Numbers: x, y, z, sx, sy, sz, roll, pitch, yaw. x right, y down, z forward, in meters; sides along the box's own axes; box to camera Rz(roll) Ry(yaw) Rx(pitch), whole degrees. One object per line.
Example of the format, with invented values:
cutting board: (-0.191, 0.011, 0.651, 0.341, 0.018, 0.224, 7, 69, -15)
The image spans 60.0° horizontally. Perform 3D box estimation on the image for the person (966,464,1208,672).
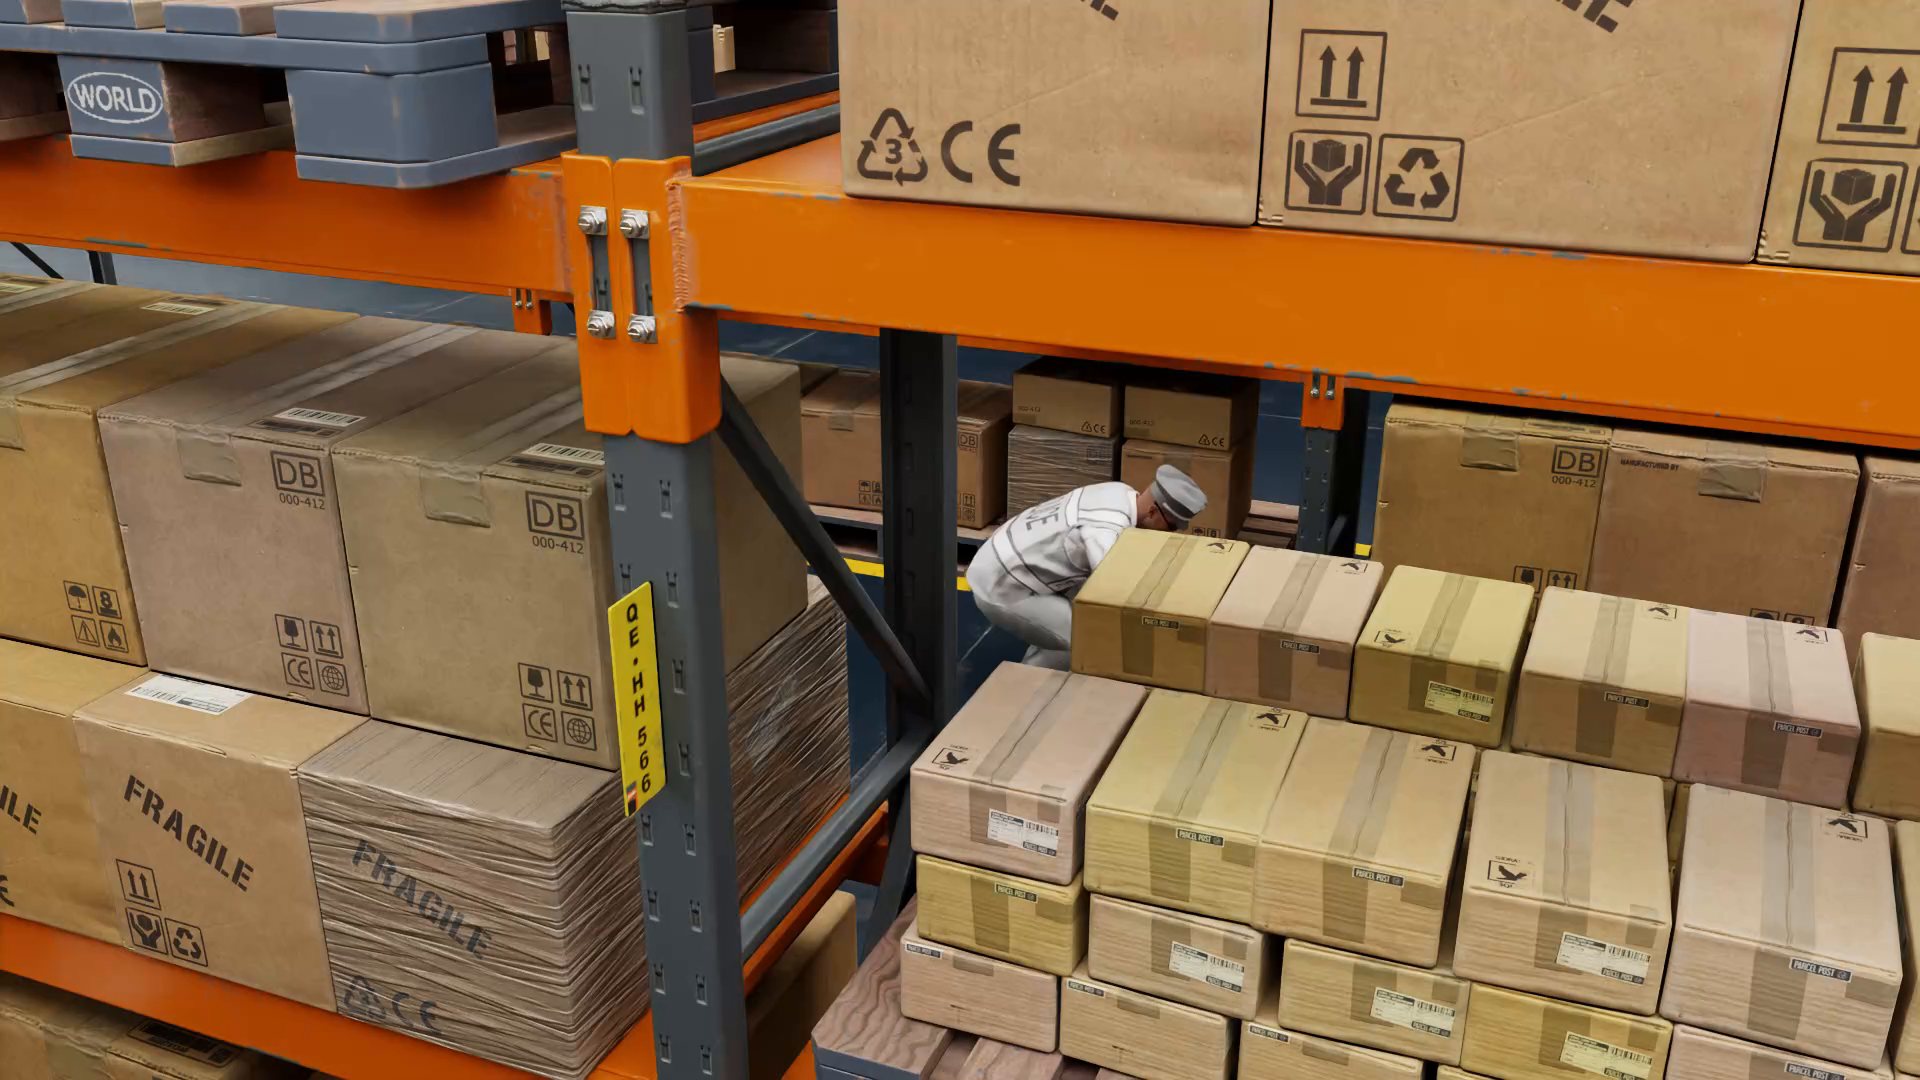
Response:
person: (0.499, 0.175, 6.638, 0.932, 1.022, 0.533, 8, 24, 19)
